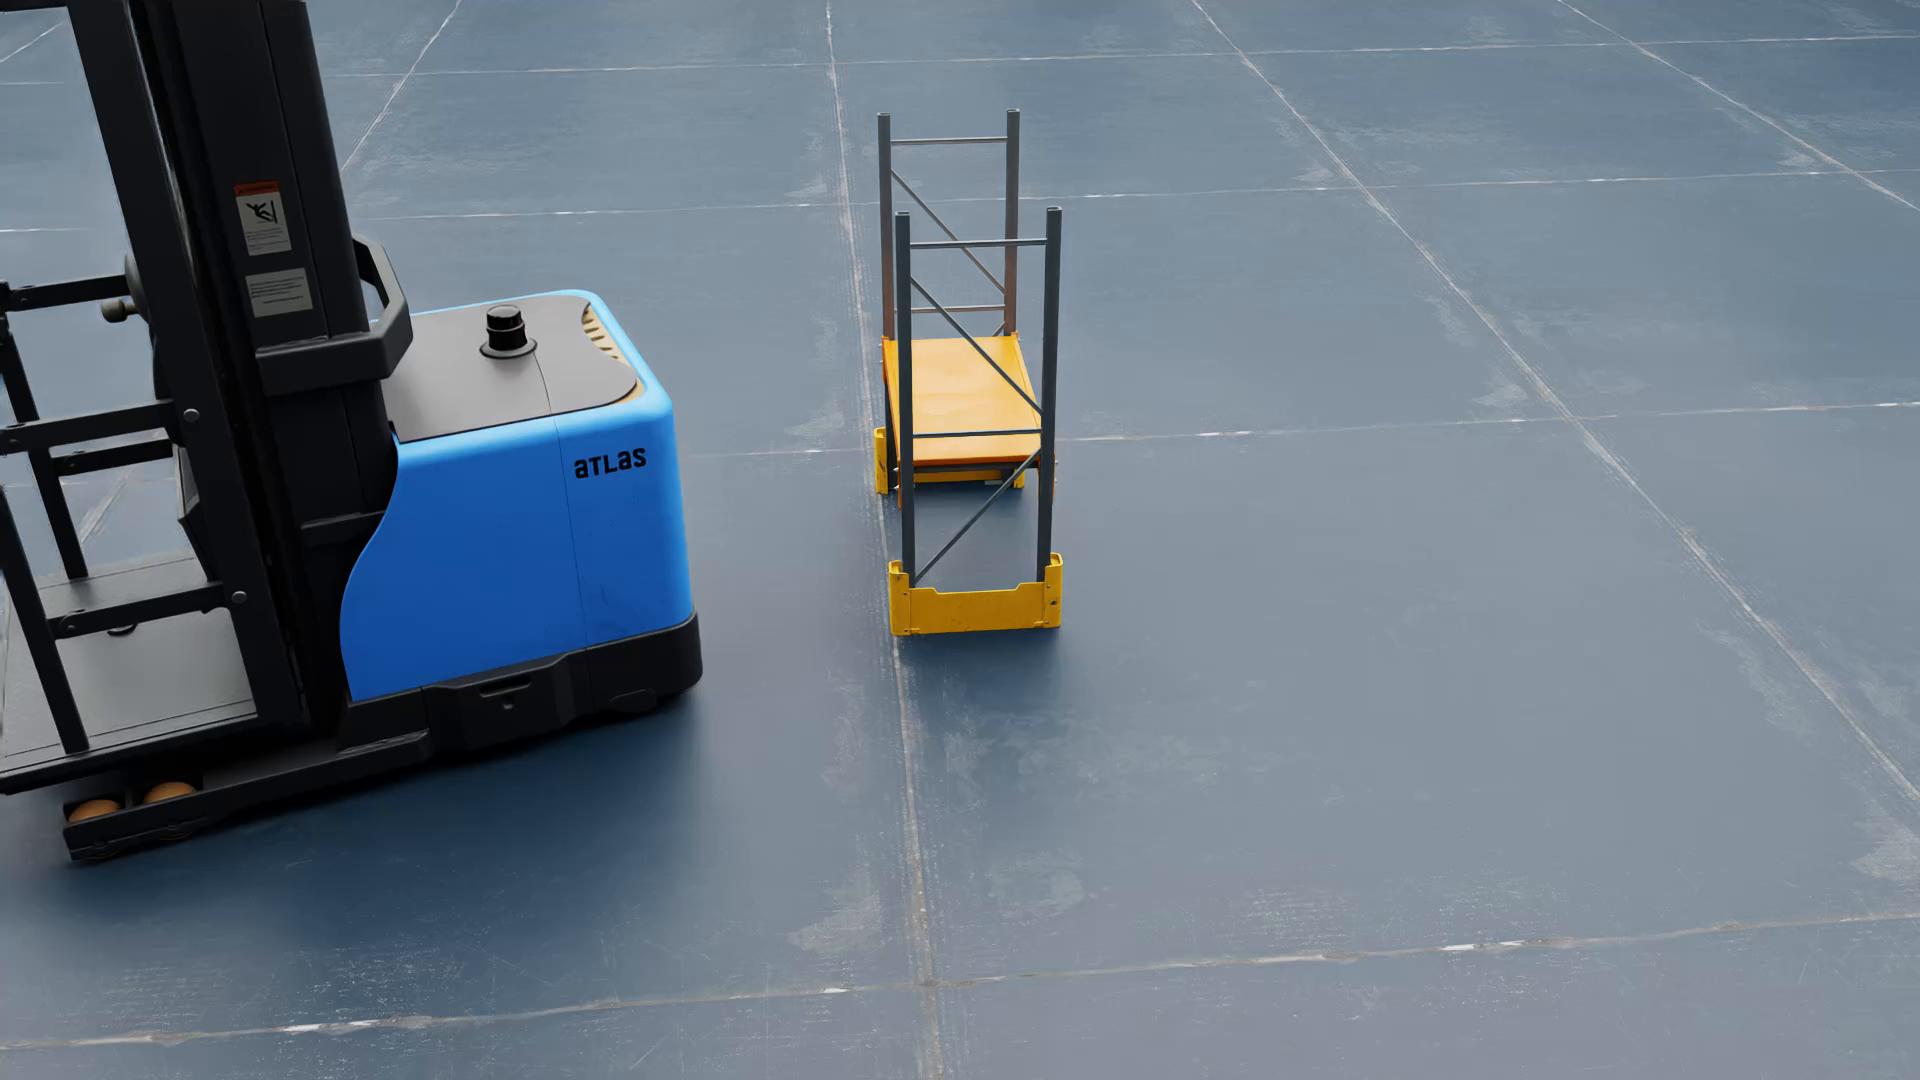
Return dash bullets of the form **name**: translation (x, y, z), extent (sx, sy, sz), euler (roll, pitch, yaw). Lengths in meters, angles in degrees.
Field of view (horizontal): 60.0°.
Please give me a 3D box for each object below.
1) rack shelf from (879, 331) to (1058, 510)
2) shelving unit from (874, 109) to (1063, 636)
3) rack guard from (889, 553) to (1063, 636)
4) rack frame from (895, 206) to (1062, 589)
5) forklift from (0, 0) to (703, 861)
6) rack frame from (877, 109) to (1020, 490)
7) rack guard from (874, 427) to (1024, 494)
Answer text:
- **rack shelf**: translation (0.008, -0.446, 5.885), extent (0.538, 0.185, 1.000), euler (-3, 31, -5)
- **shelving unit**: translation (0.007, -0.605, 5.800), extent (0.587, 1.500, 1.083), euler (-3, 31, -5)
- **rack guard**: translation (0.054, 0.186, 5.695), extent (0.587, 0.250, 0.087), euler (-3, 31, -5)
- **rack frame**: translation (0.055, -0.341, 5.358), extent (0.500, 1.500, 0.032), euler (-3, 31, -5)
- **forklift**: translation (-2.395, -0.660, 4.497), extent (3.031, 2.935, 1.130), euler (-13, 33, -21)
- **rack frame**: translation (-0.040, -0.860, 6.227), extent (0.500, 1.500, 0.032), euler (-3, 31, -5)
- **rack guard**: translation (-0.039, -0.323, 6.546), extent (0.587, 0.250, 0.087), euler (-3, 31, -5)
